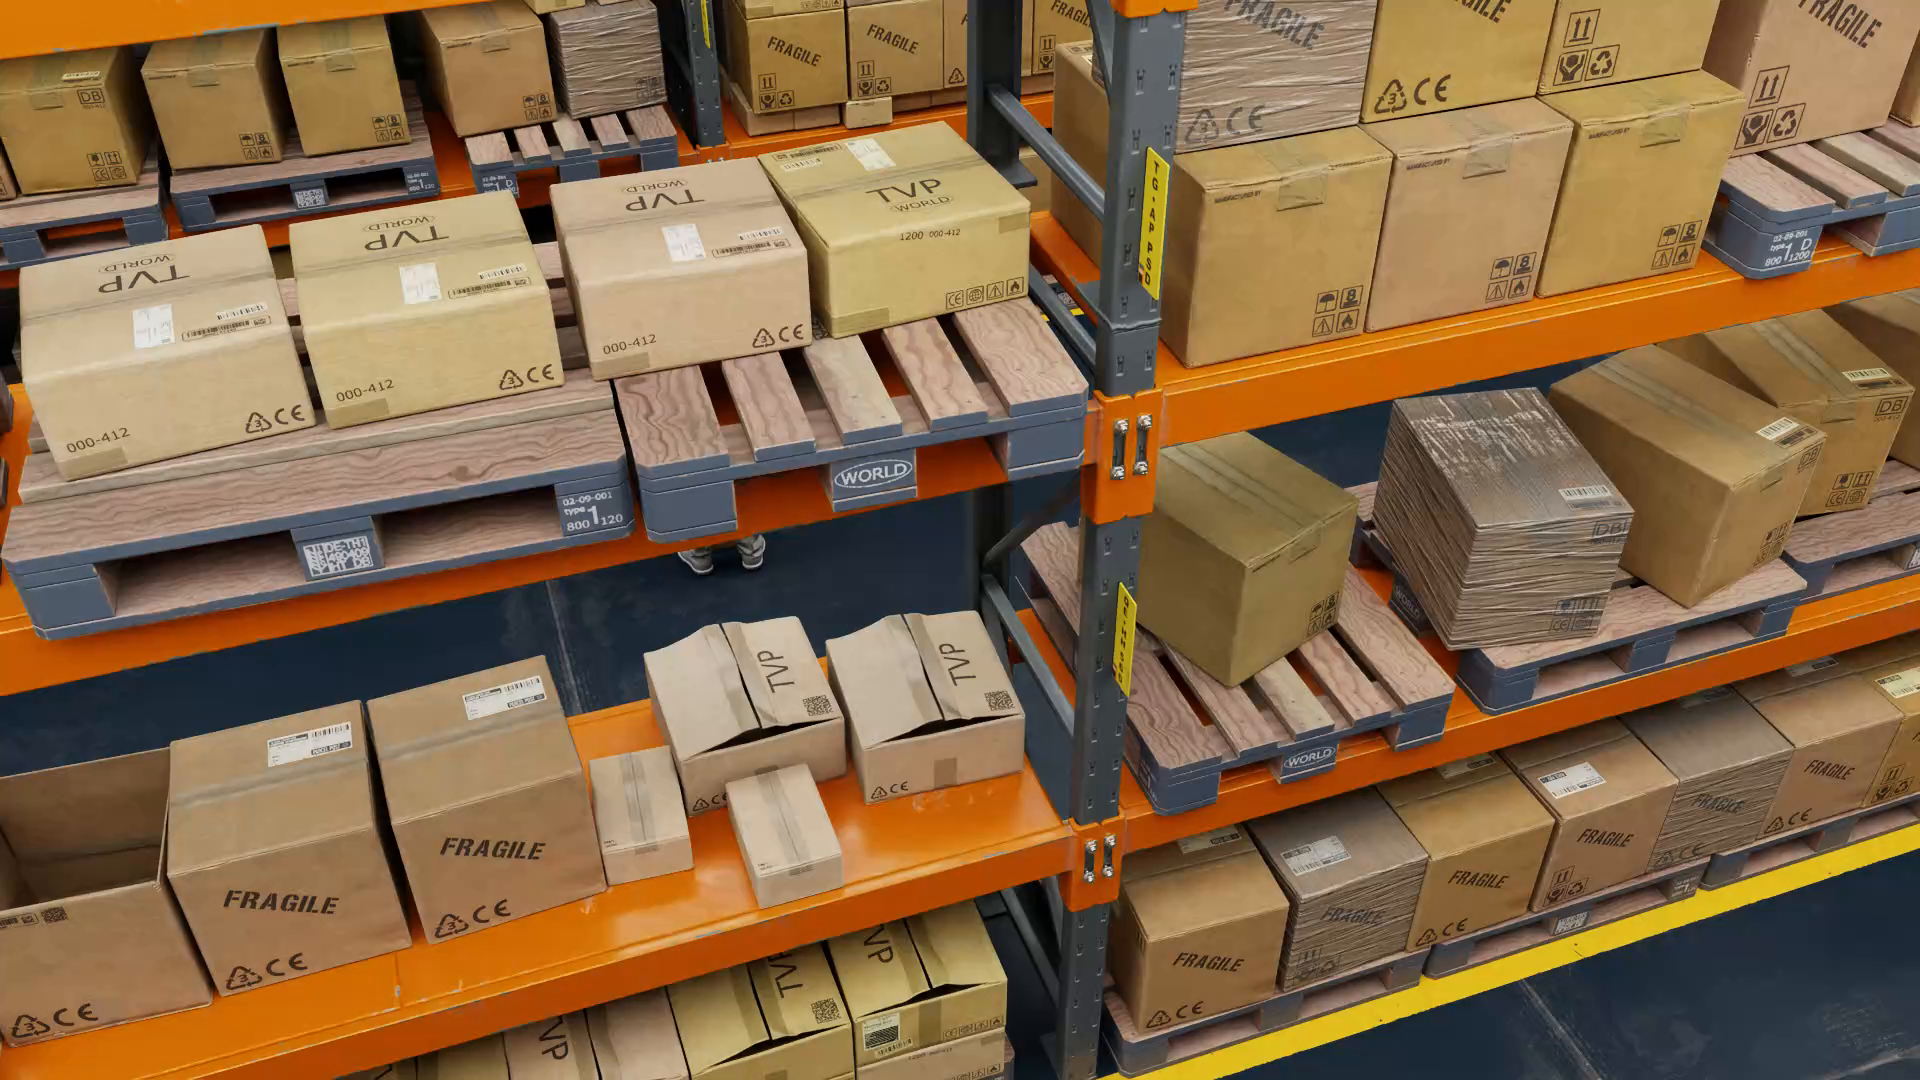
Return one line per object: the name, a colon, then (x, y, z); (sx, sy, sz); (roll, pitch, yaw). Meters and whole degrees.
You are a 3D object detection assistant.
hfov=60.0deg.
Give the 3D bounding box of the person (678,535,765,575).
person: (-1.181, -0.543, 7.473); (0.547, 1.667, 0.409); (-15, 40, -18)
